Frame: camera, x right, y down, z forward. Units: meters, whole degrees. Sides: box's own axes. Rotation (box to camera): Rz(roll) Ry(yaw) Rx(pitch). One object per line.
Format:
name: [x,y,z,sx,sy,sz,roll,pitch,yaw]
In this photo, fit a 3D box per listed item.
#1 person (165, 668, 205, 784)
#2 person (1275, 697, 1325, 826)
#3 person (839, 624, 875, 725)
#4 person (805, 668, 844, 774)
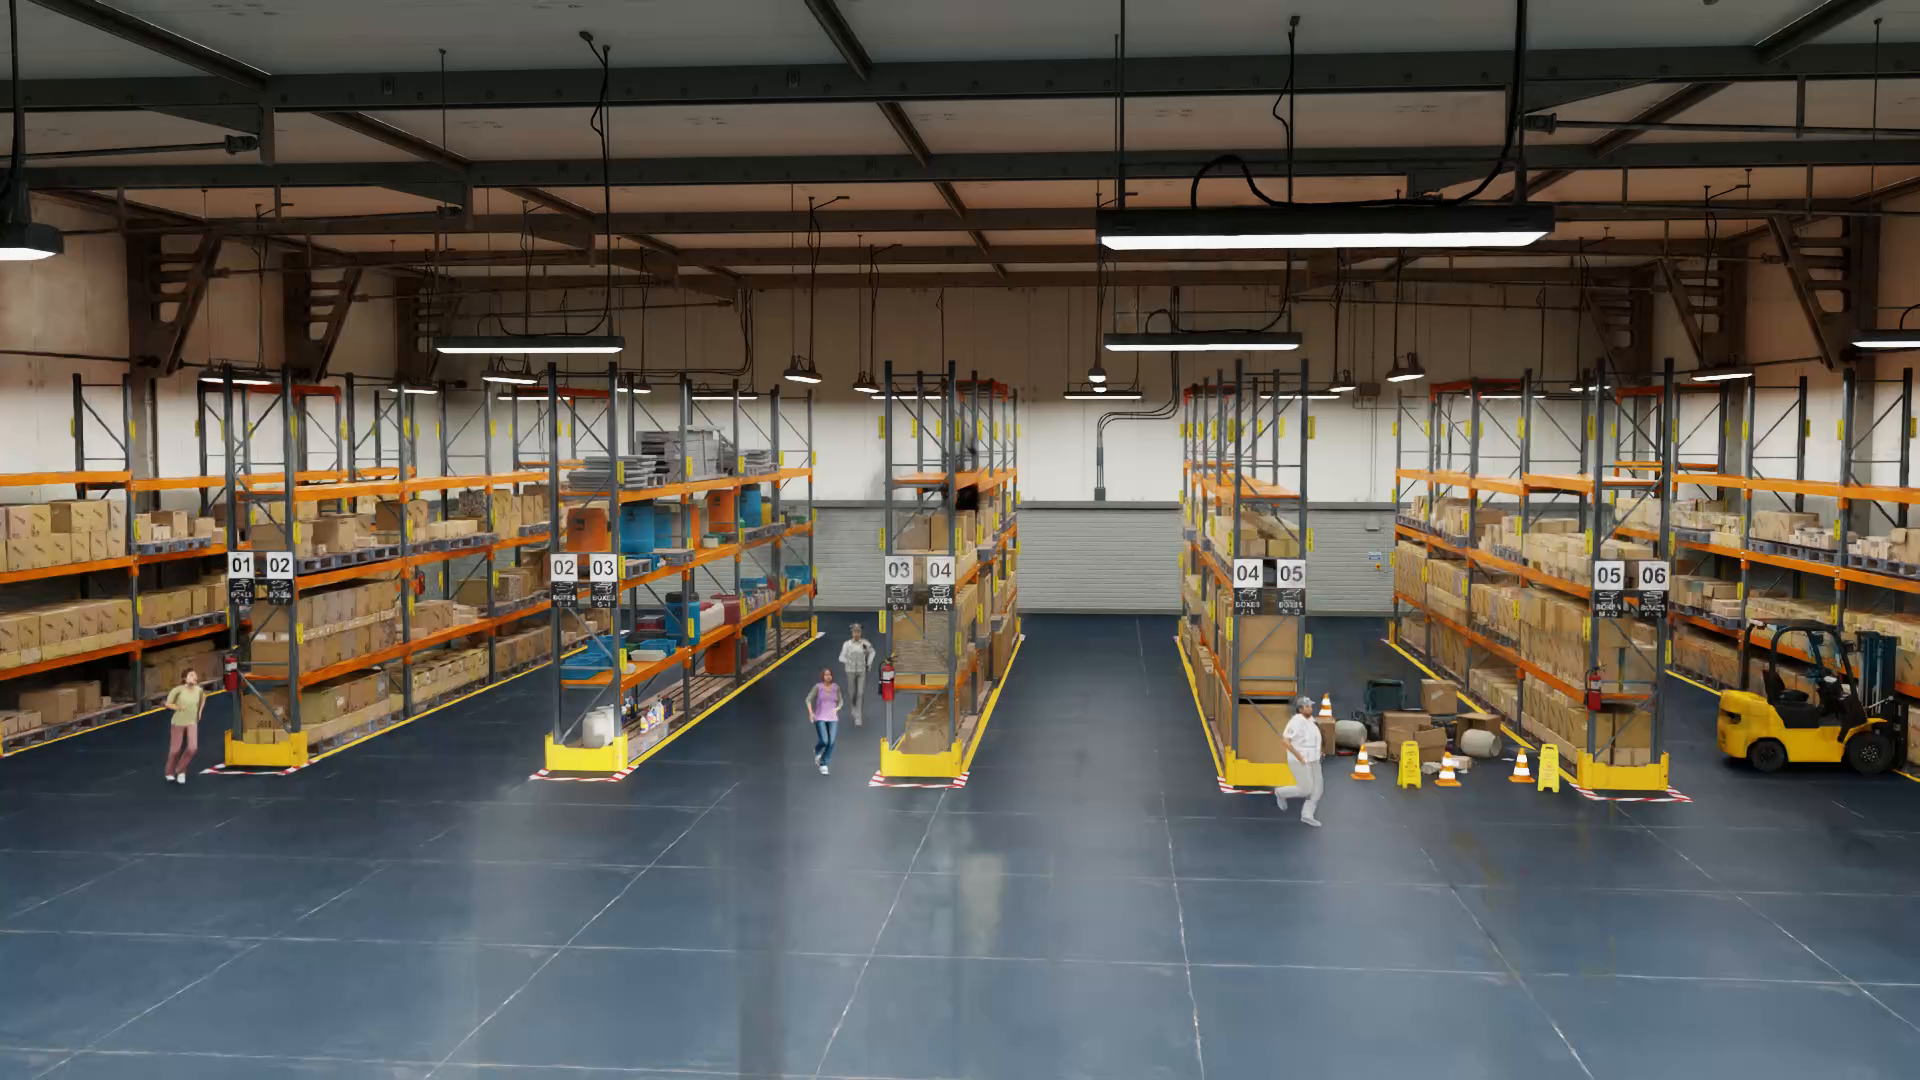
person: [-10.989,2.635,23.669,0.589,1.639,0.610,-3,5,-39]
person: [4.360,2.805,21.242,0.615,1.633,0.612,-3,5,-42]
person: [-1.753,2.260,28.338,0.617,1.667,0.958,0,4,-3]
person: [-1.945,2.638,24.224,0.534,1.546,0.488,-2,4,-22]
